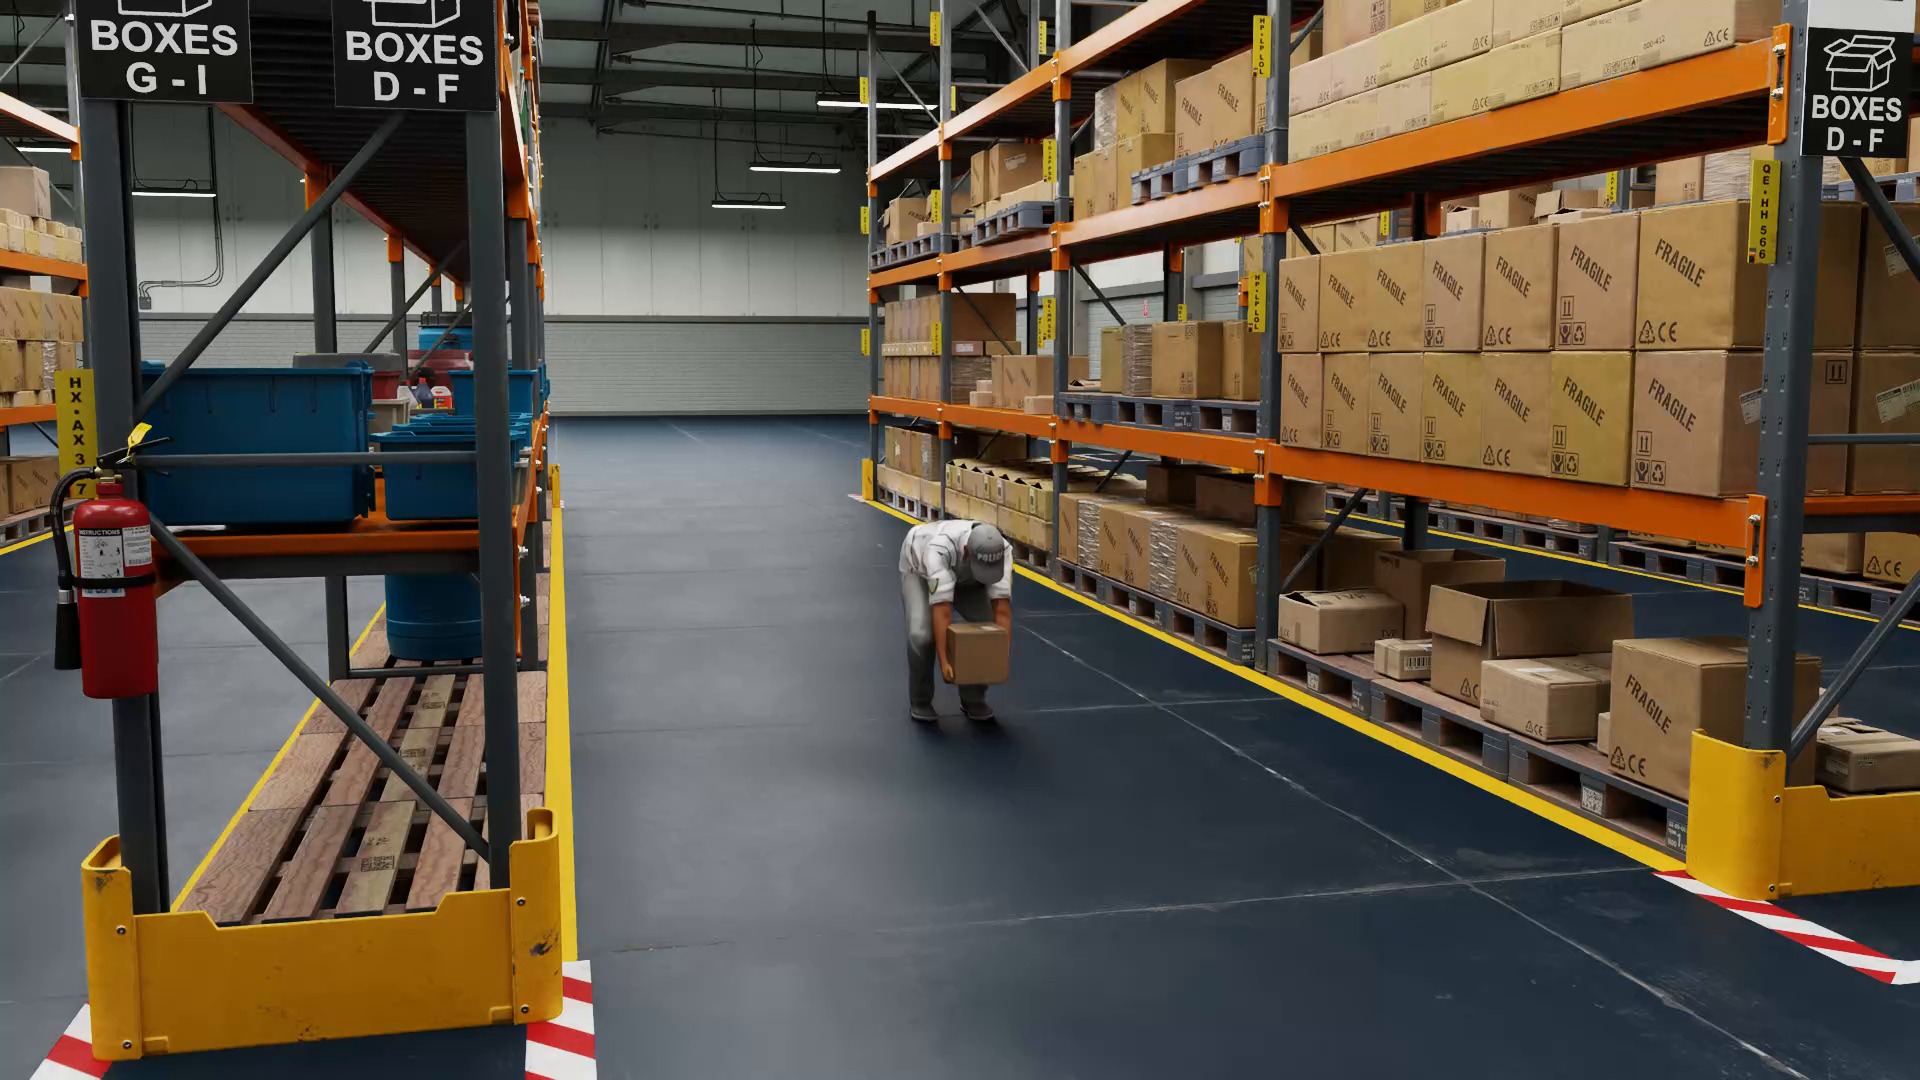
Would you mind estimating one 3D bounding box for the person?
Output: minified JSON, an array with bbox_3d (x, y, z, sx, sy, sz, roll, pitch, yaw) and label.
[{"bbox_3d":[-0.010,0.391,8.109,0.501,1.014,0.938,-2,7,-16],"label":"person"}]
